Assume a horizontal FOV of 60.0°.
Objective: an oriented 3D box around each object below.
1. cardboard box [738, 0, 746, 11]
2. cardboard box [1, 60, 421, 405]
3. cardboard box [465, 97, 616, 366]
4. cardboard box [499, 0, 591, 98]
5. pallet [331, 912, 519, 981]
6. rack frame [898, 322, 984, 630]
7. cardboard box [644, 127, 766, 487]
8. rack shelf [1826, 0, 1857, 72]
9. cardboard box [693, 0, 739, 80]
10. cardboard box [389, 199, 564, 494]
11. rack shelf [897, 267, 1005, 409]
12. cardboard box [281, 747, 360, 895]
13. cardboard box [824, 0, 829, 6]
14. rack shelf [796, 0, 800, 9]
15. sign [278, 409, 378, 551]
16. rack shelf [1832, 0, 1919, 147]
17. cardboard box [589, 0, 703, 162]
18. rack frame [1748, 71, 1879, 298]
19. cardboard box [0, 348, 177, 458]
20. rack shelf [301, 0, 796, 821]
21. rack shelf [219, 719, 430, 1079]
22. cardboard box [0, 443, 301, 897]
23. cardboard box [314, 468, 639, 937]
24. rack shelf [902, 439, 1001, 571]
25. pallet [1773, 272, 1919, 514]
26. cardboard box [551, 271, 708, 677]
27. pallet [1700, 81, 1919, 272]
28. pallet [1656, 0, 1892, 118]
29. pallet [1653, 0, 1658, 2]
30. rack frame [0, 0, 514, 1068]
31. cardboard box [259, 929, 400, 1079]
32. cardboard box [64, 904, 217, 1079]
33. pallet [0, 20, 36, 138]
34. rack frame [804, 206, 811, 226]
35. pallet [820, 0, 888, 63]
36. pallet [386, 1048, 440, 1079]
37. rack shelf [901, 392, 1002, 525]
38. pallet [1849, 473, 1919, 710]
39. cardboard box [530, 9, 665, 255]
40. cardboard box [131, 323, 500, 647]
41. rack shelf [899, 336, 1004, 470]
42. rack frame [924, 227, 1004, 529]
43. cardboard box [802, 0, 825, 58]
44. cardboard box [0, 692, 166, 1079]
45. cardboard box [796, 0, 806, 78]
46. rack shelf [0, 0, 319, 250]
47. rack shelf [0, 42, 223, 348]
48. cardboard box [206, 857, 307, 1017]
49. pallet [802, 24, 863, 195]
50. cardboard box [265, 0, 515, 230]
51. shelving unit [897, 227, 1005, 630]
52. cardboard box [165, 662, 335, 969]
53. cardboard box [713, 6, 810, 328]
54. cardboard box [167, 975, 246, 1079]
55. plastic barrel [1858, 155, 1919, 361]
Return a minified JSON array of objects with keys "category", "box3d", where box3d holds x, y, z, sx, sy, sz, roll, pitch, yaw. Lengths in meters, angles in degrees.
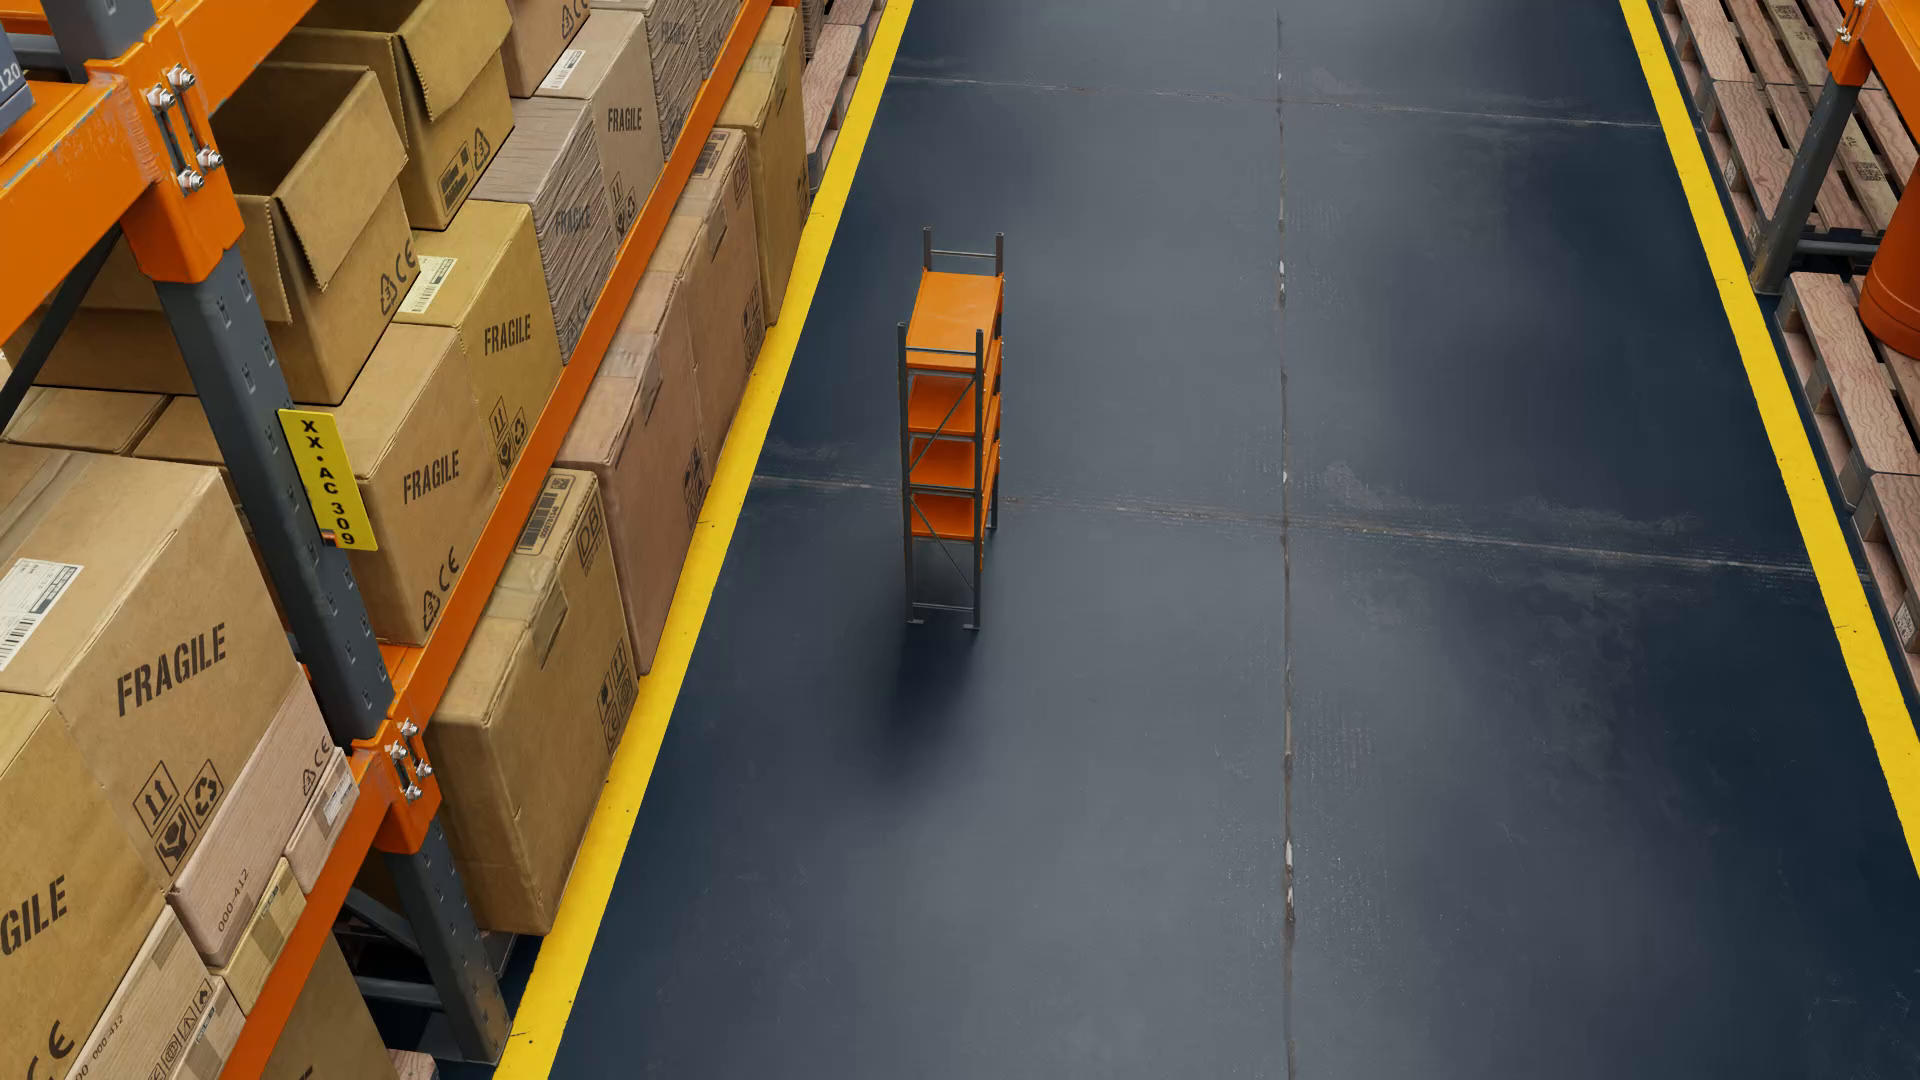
[{"category":"cardboard box","box3d":[-0.975,-2.213,5.833,0.500,0.500,0.500,6,44,7]},{"category":"cardboard box","box3d":[-1.608,-0.646,3.449,0.797,0.503,0.637,4,44,4]},{"category":"cardboard box","box3d":[-1.243,-0.820,4.362,0.500,0.500,0.500,4,44,5]},{"category":"cardboard box","box3d":[-1.439,-1.538,4.390,0.797,0.503,0.637,7,44,7]},{"category":"pallet","box3d":[-1.657,0.670,4.889,1.003,0.211,1.213,5,44,6]},{"category":"rack frame","box3d":[-0.054,-0.157,5.043,0.240,1.200,0.015,5,44,6]},{"category":"cardboard box","box3d":[-1.393,-0.841,5.697,1.225,0.875,0.875,5,44,6]},{"category":"rack shelf","box3d":[4.019,-3.187,7.458,1.077,0.370,4.000,5,44,6]},{"category":"cardboard box","box3d":[-1.047,-1.874,5.475,0.500,0.500,0.500,5,44,5]},{"category":"cardboard box","box3d":[-1.310,-0.479,4.002,0.500,0.500,0.500,5,44,6]},{"category":"rack shelf","box3d":[-0.022,-0.608,4.948,0.258,0.148,0.480,5,44,6]},{"category":"cardboard box","box3d":[-1.400,0.519,3.203,0.380,0.149,0.250,5,44,6]},{"category":"cardboard box","box3d":[-0.958,-3.012,8.248,0.700,0.500,0.500,9,44,9]},{"category":"rack shelf","box3d":[-0.891,-3.638,7.933,1.077,0.370,4.000,5,44,6]},{"category":"sign","box3d":[-1.134,-0.103,2.990,0.100,0.325,0.005,5,44,6]},{"category":"rack shelf","box3d":[3.490,-0.461,4.579,1.077,0.370,4.000,5,44,6]},{"category":"cardboard box","box3d":[-1.112,-1.520,5.101,0.500,0.500,0.500,4,44,4]},{"category":"rack frame","box3d":[3.754,-2.086,5.771,1.000,3.000,0.127,5,44,6]},{"category":"cardboard box","box3d":[-1.893,-0.190,3.696,0.500,0.500,0.500,5,44,6]},{"category":"rack shelf","box3d":[-1.420,-0.911,5.054,1.077,0.370,4.000,5,44,6]},{"category":"rack shelf","box3d":[-1.948,1.815,2.175,1.077,0.370,4.000,5,44,6]},{"category":"cardboard box","box3d":[-1.480,0.202,2.702,0.500,0.500,0.500,6,44,7]},{"category":"cardboard box","box3d":[-1.619,0.371,4.416,1.225,0.875,0.875,5,44,6]},{"category":"rack shelf","box3d":[-0.022,-0.130,5.401,0.258,0.148,0.480,5,44,6]},{"category":"pallet","box3d":[3.691,-0.532,6.158,1.003,0.211,1.213,5,44,6]},{"category":"cardboard box","box3d":[-1.502,-0.238,5.059,1.225,0.875,0.875,4,44,4]},{"category":"pallet","box3d":[3.895,-1.597,7.284,1.003,0.211,1.213,5,44,6]},{"category":"pallet","box3d":[4.059,-2.426,8.159,1.003,0.211,1.213,5,44,6]},{"category":"pallet","box3d":[4.218,-3.260,9.040,1.003,0.211,1.213,5,44,6]},{"category":"rack frame","box3d":[-1.684,0.190,3.367,1.000,3.000,0.127,5,44,6]},{"category":"cardboard box","box3d":[-1.851,1.252,3.486,0.875,0.875,0.875,5,44,6]},{"category":"cardboard box","box3d":[-1.548,0.814,2.601,0.500,0.250,0.500,6,44,7]},{"category":"pallet","box3d":[-1.803,-0.310,1.779,1.003,0.211,1.213,5,44,6]},{"category":"rack frame","box3d":[-1.155,-2.536,6.246,1.000,3.000,0.127,5,44,6]},{"category":"pallet","box3d":[-0.887,-2.885,8.643,1.003,0.211,1.213,5,44,6]},{"category":"pallet","box3d":[-1.862,1.714,3.786,1.003,0.211,1.213,5,44,6]},{"category":"rack shelf","box3d":[-0.022,-0.274,5.265,0.258,0.148,0.480,5,44,6]},{"category":"pallet","box3d":[3.528,0.297,5.283,1.003,0.211,1.213,5,44,6]},{"category":"cardboard box","box3d":[-1.180,-1.173,4.735,0.500,0.500,0.500,6,44,6]},{"category":"cardboard box","box3d":[-1.375,-0.137,3.640,0.500,0.500,0.500,5,44,6]},{"category":"rack shelf","box3d":[-0.022,-0.436,5.111,0.258,0.148,0.480,5,44,6]},{"category":"rack frame","box3d":[0.010,-0.489,5.394,0.240,1.200,0.015,5,44,6]},{"category":"cardboard box","box3d":[-1.026,-2.625,7.839,0.700,0.500,0.500,2,43,2]},{"category":"cardboard box","box3d":[-1.550,0.543,2.342,0.500,0.500,0.500,6,44,6]},{"category":"cardboard box","box3d":[-1.086,-2.246,7.439,0.700,0.500,0.500,3,44,3]},{"category":"rack shelf","box3d":[-1.420,-2.001,4.023,1.077,0.370,4.000,5,44,6]},{"category":"rack shelf","box3d":[-1.948,0.725,1.144,1.077,0.370,4.000,5,44,6]},{"category":"cardboard box","box3d":[-1.433,0.695,3.017,0.380,0.149,0.250,6,44,6]},{"category":"pallet","box3d":[-1.050,-2.056,7.767,1.003,0.211,1.213,5,44,6]},{"category":"cardboard box","box3d":[-1.506,-1.113,3.941,0.797,0.503,0.637,6,44,6]},{"category":"shelving unit","box3d":[-0.022,-0.323,5.218,0.258,1.200,0.503,5,44,6]},{"category":"cardboard box","box3d":[-1.482,0.462,2.974,0.500,0.250,0.500,4,44,5]},{"category":"cardboard box","box3d":[-1.267,-1.448,6.338,1.225,0.875,0.875,3,44,4]},{"category":"cardboard box","box3d":[-1.468,0.870,2.833,0.380,0.149,0.250,5,44,5]},{"category":"plastic barrel","box3d":[3.707,-1.115,6.019,0.600,0.830,0.708,5,44,6]}]
